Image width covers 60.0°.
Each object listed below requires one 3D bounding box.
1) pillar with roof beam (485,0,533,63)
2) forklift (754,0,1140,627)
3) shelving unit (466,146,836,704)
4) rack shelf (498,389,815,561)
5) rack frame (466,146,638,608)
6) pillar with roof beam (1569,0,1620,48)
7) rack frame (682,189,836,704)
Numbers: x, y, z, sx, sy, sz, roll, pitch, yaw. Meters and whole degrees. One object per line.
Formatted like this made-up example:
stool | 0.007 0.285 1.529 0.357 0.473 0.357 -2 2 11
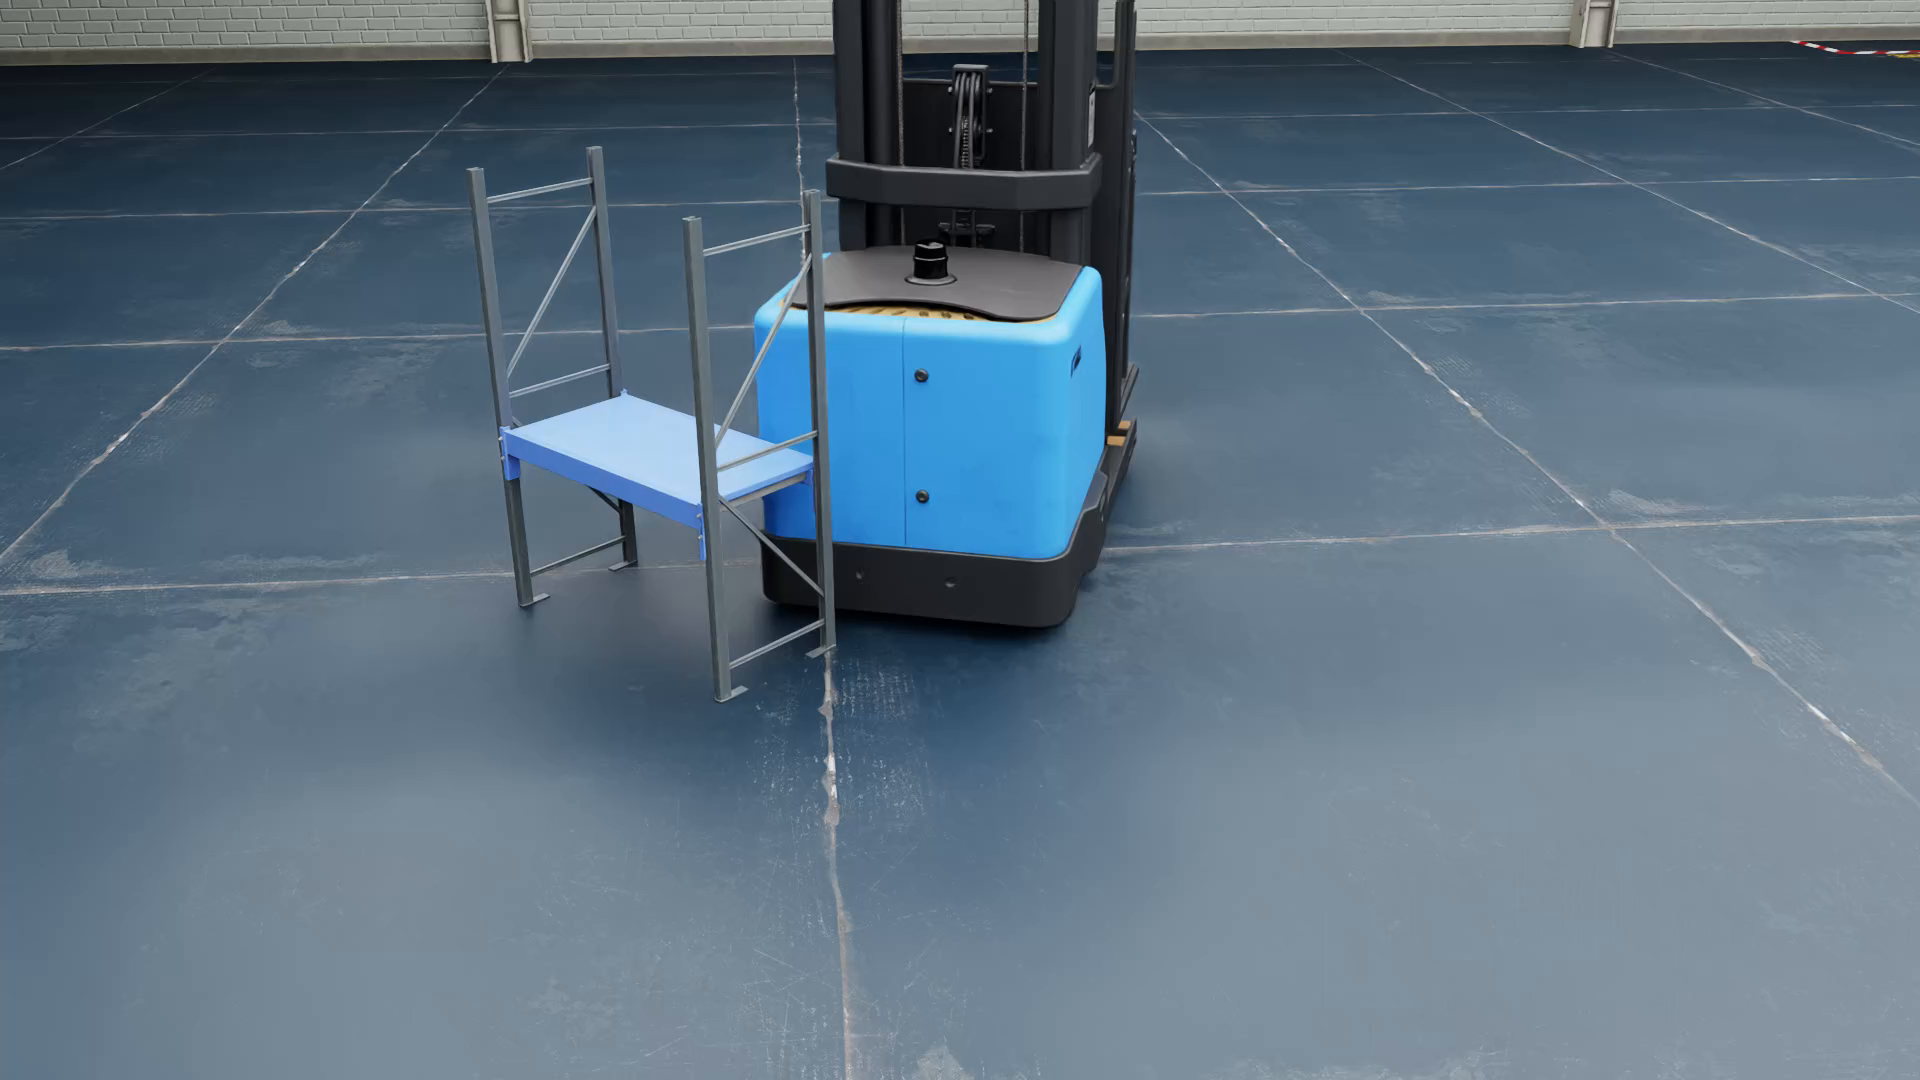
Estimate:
pillar with roof beam | -4.365 -7.507 12.060 0.400 9.000 9.100 -2 24 -5
forklift | 0.135 -1.625 6.298 1.130 2.935 3.031 5 24 11
shelving unit | -0.966 -0.396 5.295 1.048 1.500 0.538 19 30 37
rack shelf | -0.966 -0.232 5.368 1.000 0.185 0.538 19 30 37
rack frame | -1.350 -0.531 5.599 0.032 1.500 0.500 19 30 37
pillar with roof beam | 7.576 -7.986 13.137 0.400 9.000 9.100 -2 24 -5
rack frame | -0.582 -0.261 4.990 0.032 1.500 0.500 19 30 37
